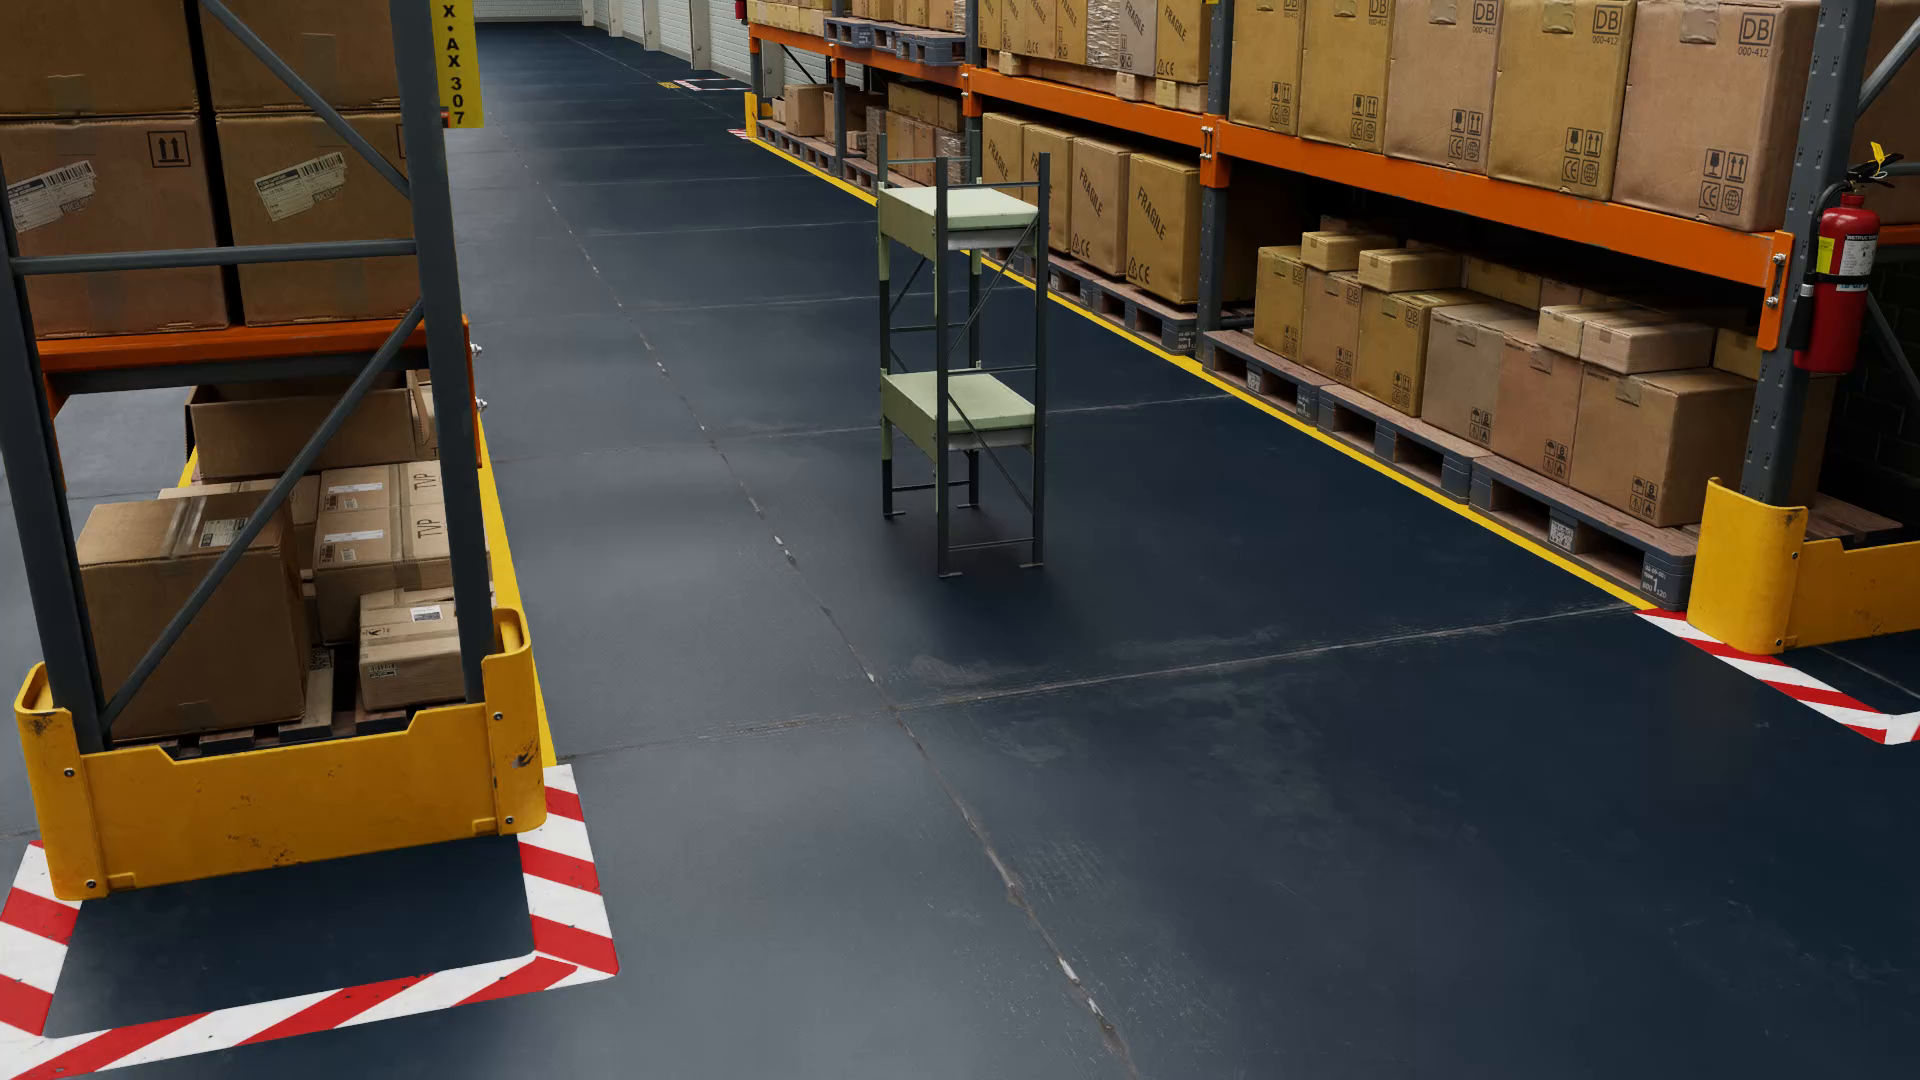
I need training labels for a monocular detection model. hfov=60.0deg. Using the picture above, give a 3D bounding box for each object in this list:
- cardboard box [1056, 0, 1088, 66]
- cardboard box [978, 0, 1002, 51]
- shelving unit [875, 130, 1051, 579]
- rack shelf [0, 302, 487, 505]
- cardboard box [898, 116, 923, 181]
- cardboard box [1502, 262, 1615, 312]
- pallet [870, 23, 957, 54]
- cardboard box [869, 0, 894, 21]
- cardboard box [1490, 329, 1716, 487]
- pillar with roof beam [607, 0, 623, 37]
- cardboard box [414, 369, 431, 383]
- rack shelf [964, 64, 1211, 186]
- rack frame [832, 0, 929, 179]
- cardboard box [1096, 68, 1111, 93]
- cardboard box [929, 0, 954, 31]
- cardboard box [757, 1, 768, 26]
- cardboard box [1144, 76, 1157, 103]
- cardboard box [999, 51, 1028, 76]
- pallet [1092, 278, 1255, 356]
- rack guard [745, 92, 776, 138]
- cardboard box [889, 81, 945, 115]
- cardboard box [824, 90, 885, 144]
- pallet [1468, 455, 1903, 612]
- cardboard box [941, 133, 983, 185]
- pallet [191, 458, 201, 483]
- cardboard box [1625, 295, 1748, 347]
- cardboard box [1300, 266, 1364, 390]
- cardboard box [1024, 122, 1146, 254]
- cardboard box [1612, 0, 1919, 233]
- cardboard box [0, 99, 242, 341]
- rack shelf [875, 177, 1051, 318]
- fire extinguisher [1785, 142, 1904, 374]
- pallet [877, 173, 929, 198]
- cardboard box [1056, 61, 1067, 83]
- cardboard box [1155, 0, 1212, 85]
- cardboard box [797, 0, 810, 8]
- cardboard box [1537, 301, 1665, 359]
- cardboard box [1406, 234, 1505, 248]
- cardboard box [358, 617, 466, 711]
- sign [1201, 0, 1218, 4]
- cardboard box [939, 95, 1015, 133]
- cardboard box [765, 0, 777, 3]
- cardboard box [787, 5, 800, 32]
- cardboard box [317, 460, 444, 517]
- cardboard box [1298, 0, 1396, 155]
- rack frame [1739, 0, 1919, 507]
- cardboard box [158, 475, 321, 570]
[{"bbox_3d":[0.924,-3.243,10.391,0.500,0.500,0.500,-6,21,-16],"label":"cardboard box"},{"bbox_3d":[0.442,-3.738,11.769,0.500,0.500,0.500,-6,21,-16],"label":"cardboard box"},{"bbox_3d":[-0.002,-0.708,6.169,0.431,1.500,0.755,-6,21,-17],"label":"shelving unit"},{"bbox_3d":[-2.283,-0.933,5.641,1.077,0.370,4.000,-6,21,-17],"label":"rack shelf"},{"bbox_3d":[-0.146,-3.476,14.703,0.700,0.500,0.500,-6,21,-17],"label":"cardboard box"},{"bbox_3d":[2.561,-1.086,7.119,0.380,0.149,0.250,-6,21,-17],"label":"cardboard box"},{"bbox_3d":[-0.129,-4.265,14.138,1.003,0.211,1.213,-6,21,-17],"label":"pallet"},{"bbox_3d":[-0.429,-4.915,14.865,0.700,0.500,0.500,-4,20,-12],"label":"cardboard box"},{"bbox_3d":[2.574,-0.553,6.596,0.700,0.500,0.500,-6,21,-17],"label":"cardboard box"},{"bbox_3d":[-12.571,-16.227,38.282,9.100,9.000,0.400,-6,21,-17],"label":"pillar with roof beam"},{"bbox_3d":[-2.464,-0.791,7.229,0.500,0.500,0.500,-6,21,-17],"label":"cardboard box"},{"bbox_3d":[1.161,-2.744,10.684,1.077,0.370,4.000,-6,21,-17],"label":"rack shelf"},{"bbox_3d":[-0.725,-5.008,15.923,1.000,3.000,0.127,-6,21,-17],"label":"rack frame"},{"bbox_3d":[1.057,-2.823,10.180,0.380,0.149,0.250,-7,21,-19],"label":"cardboard box"},{"bbox_3d":[0.174,-4.305,13.166,0.700,0.500,0.500,-8,21,-22],"label":"cardboard box"},{"bbox_3d":[-1.954,-5.875,18.529,0.500,0.250,0.500,-7,21,-19],"label":"cardboard box"},{"bbox_3d":[1.274,-2.577,9.496,0.380,0.149,0.250,-6,21,-16],"label":"cardboard box"},{"bbox_3d":[0.490,-3.309,11.535,0.380,0.149,0.250,-6,21,-16],"label":"cardboard box"},{"bbox_3d":[1.475,-1.368,9.914,1.003,0.211,1.213,-6,21,-17],"label":"pallet"},{"bbox_3d":[-1.958,-5.091,19.851,1.175,0.500,0.348,-6,21,-17],"label":"rack guard"},{"bbox_3d":[-0.336,-4.016,15.099,0.500,0.250,0.500,-7,21,-18],"label":"cardboard box"},{"bbox_3d":[-1.089,-4.368,17.186,0.500,0.500,0.500,-8,21,-21],"label":"cardboard box"},{"bbox_3d":[2.721,-0.093,6.364,1.003,0.211,1.213,-6,21,-17],"label":"pallet"},{"bbox_3d":[0.256,-2.981,13.325,0.700,0.500,0.500,-6,21,-16],"label":"cardboard box"},{"bbox_3d":[-2.697,-0.381,7.164,1.003,0.211,1.213,-6,21,-17],"label":"pallet"},{"bbox_3d":[2.801,-0.841,6.439,0.380,0.149,0.250,-6,21,-17],"label":"cardboard box"},{"bbox_3d":[2.082,-1.050,7.978,0.700,0.500,0.500,-7,21,-18],"label":"cardboard box"},{"bbox_3d":[0.908,-2.379,11.161,0.750,0.750,0.750,-6,21,-17],"label":"cardboard box"},{"bbox_3d":[2.877,-1.461,5.603,0.980,0.700,0.700,-5,20,-15],"label":"cardboard box"},{"bbox_3d":[-2.054,-0.792,4.035,0.500,0.500,0.500,-6,21,-16],"label":"cardboard box"},{"bbox_3d":[-0.002,-1.075,6.037,0.431,0.370,0.720,-6,21,-17],"label":"rack shelf"},{"bbox_3d":[2.656,-0.848,5.006,0.296,0.674,0.183,-6,21,-17],"label":"fire extinguisher"},{"bbox_3d":[-0.092,-3.054,14.607,1.003,0.211,1.213,-6,21,-17],"label":"pallet"},{"bbox_3d":[0.847,-3.076,10.884,0.380,0.149,0.250,-6,21,-16],"label":"cardboard box"},{"bbox_3d":[1.405,-2.759,9.042,0.500,0.500,0.500,-7,21,-18],"label":"cardboard box"},{"bbox_3d":[-1.330,-5.578,16.593,0.500,0.500,0.500,-7,21,-18],"label":"cardboard box"},{"bbox_3d":[2.437,-0.802,6.328,0.380,0.149,0.250,-6,21,-16],"label":"cardboard box"},{"bbox_3d":[2.321,-1.331,7.801,0.380,0.149,0.250,-7,21,-19],"label":"cardboard box"},{"bbox_3d":[-1.460,0.334,4.616,0.380,0.149,0.250,-6,21,-17],"label":"cardboard box"},{"bbox_3d":[1.277,-2.888,8.424,0.100,0.325,0.005,-6,21,-17],"label":"sign"},{"bbox_3d":[0.137,-3.523,13.726,0.500,0.250,0.500,-6,21,-16],"label":"cardboard box"},{"bbox_3d":[-1.815,-6.072,17.968,0.500,0.500,0.500,-7,21,-19],"label":"cardboard box"},{"bbox_3d":[-1.483,-5.387,17.170,0.500,0.250,0.500,-7,21,-18],"label":"cardboard box"},{"bbox_3d":[-1.871,-0.068,5.586,0.500,0.250,0.500,-6,21,-17],"label":"cardboard box"},{"bbox_3d":[2.169,-2.172,7.581,0.980,0.700,0.700,-7,21,-19],"label":"cardboard box"},{"bbox_3d":[3.047,-1.157,5.201,1.000,3.000,0.127,-6,21,-17],"label":"rack frame"},{"bbox_3d":[-2.330,0.001,5.394,0.500,0.250,0.500,-6,21,-17],"label":"cardboard box"}]
